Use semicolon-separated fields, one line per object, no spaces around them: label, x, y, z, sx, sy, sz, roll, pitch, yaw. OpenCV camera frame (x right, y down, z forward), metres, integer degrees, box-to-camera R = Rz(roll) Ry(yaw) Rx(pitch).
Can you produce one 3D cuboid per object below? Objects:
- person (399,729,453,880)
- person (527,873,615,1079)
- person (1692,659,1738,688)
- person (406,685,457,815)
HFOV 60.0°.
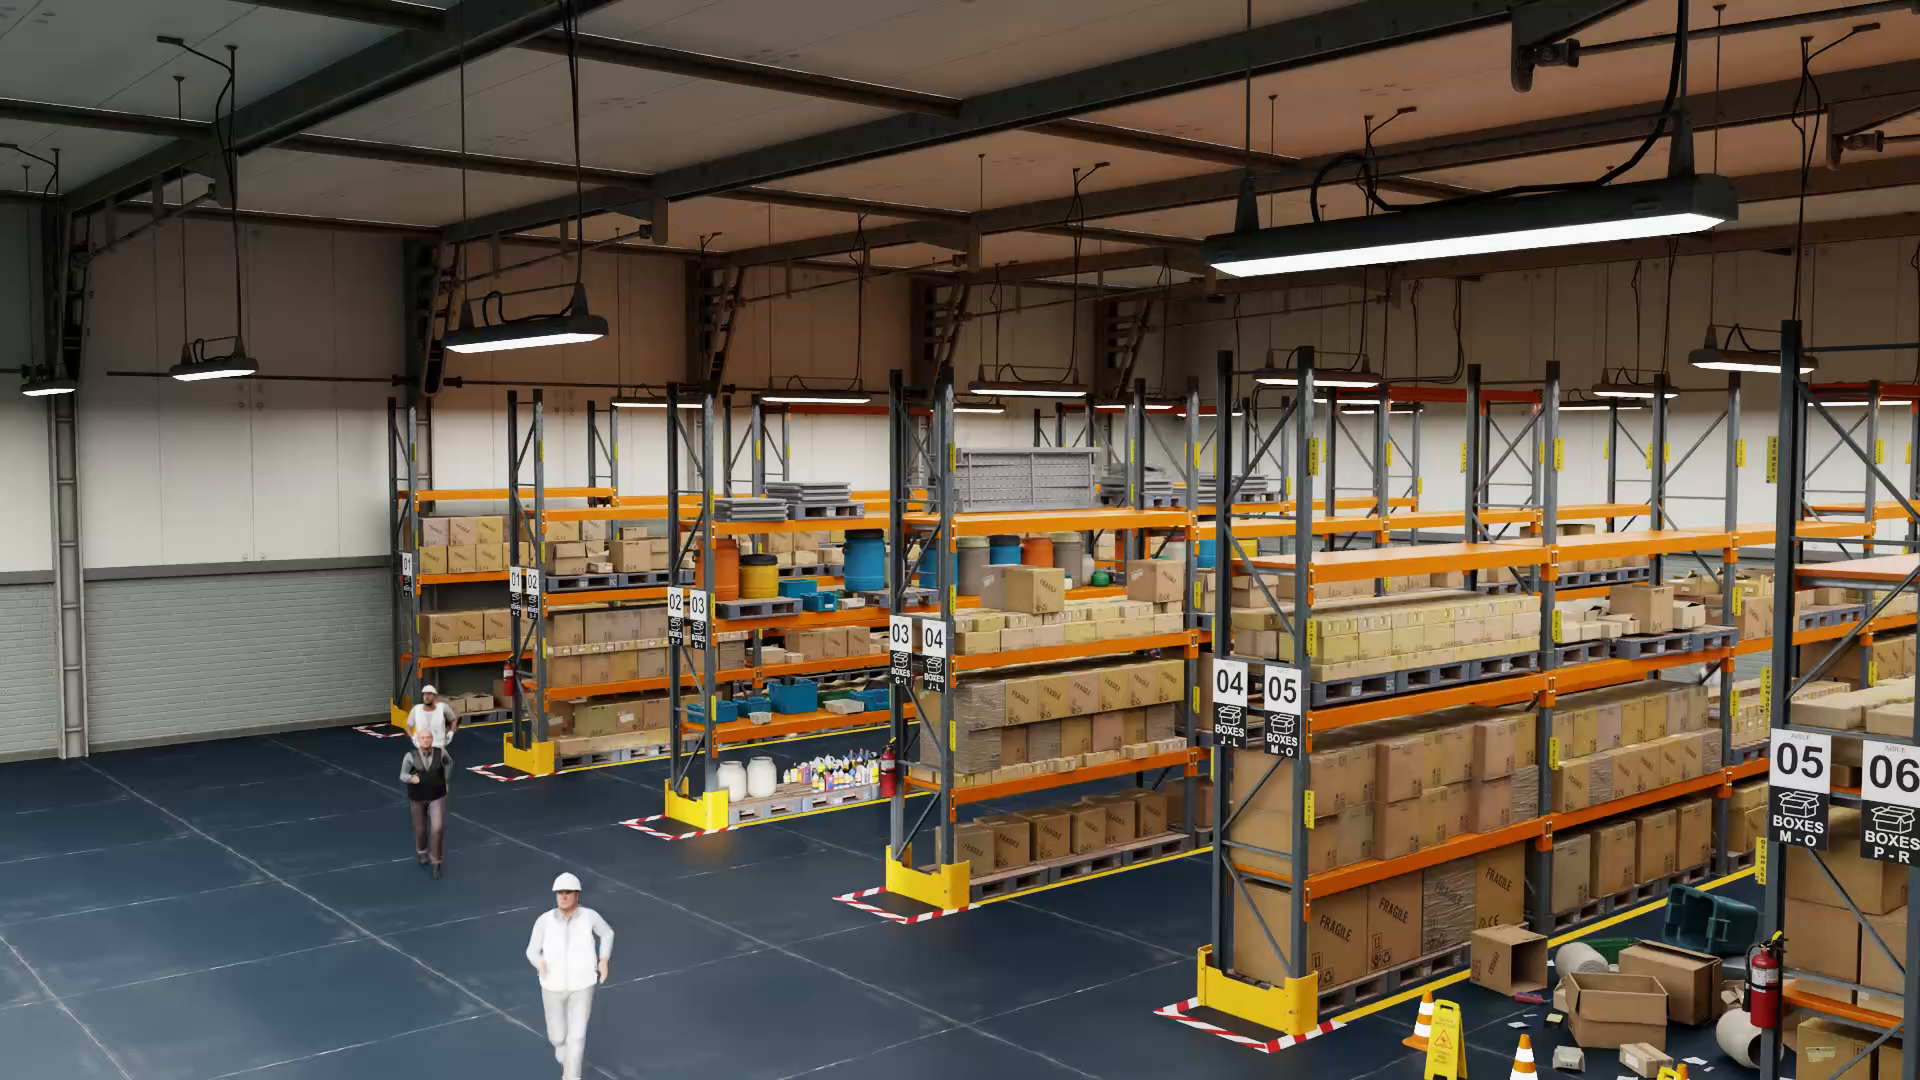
person;-6.394;3.181;19.942;0.605;1.686;0.845;-1;3;-15
person;-3.092;3.517;13.186;0.676;1.739;0.971;0;3;-8
person;12.423;2.696;27.426;0.700;1.746;0.881;2;4;34
person;-7.454;2.924;23.472;0.689;1.776;0.855;-1;3;-12
